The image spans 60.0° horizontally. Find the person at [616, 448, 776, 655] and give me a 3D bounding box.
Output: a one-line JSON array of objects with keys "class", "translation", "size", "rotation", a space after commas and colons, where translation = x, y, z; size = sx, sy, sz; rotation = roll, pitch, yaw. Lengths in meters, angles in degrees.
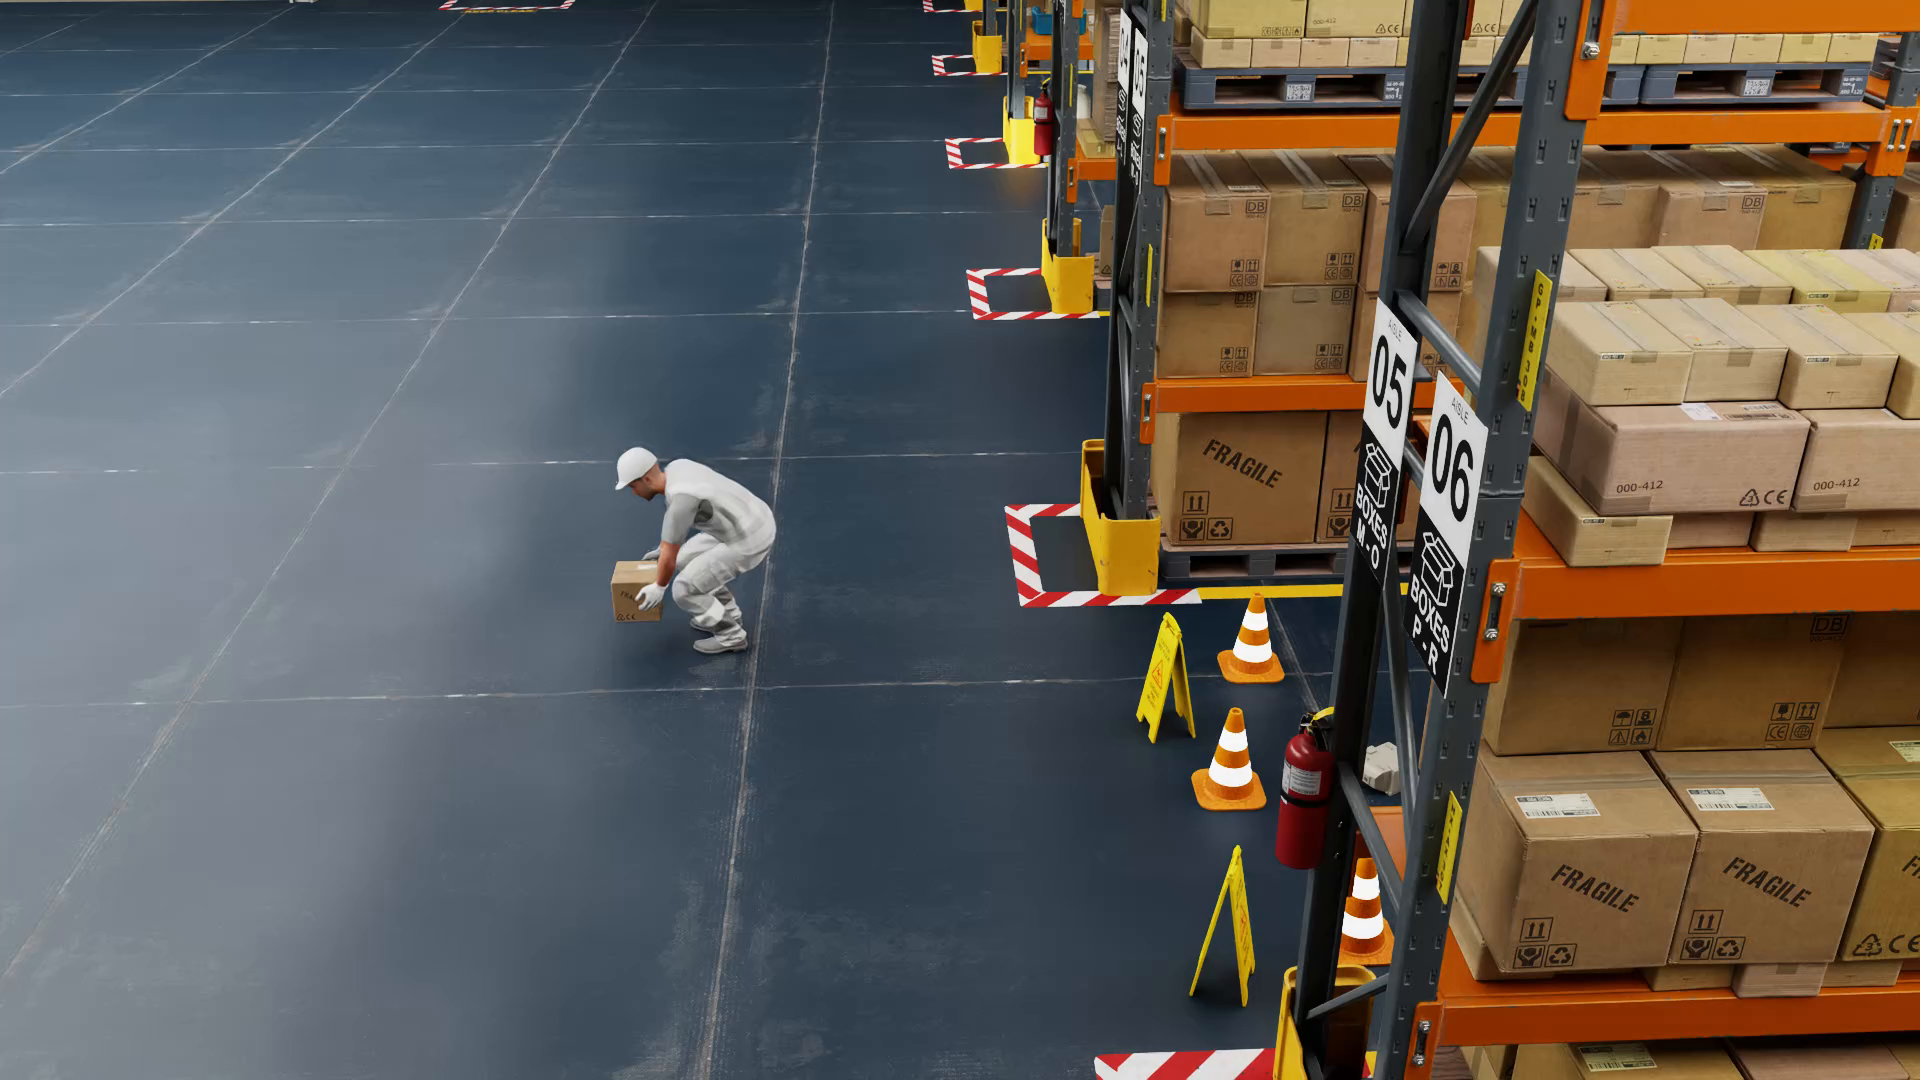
[{"class": "person", "translation": [-1.430, 0.043, 9.141], "size": [0.839, 1.212, 0.582], "rotation": [-1, 27, -3]}]
